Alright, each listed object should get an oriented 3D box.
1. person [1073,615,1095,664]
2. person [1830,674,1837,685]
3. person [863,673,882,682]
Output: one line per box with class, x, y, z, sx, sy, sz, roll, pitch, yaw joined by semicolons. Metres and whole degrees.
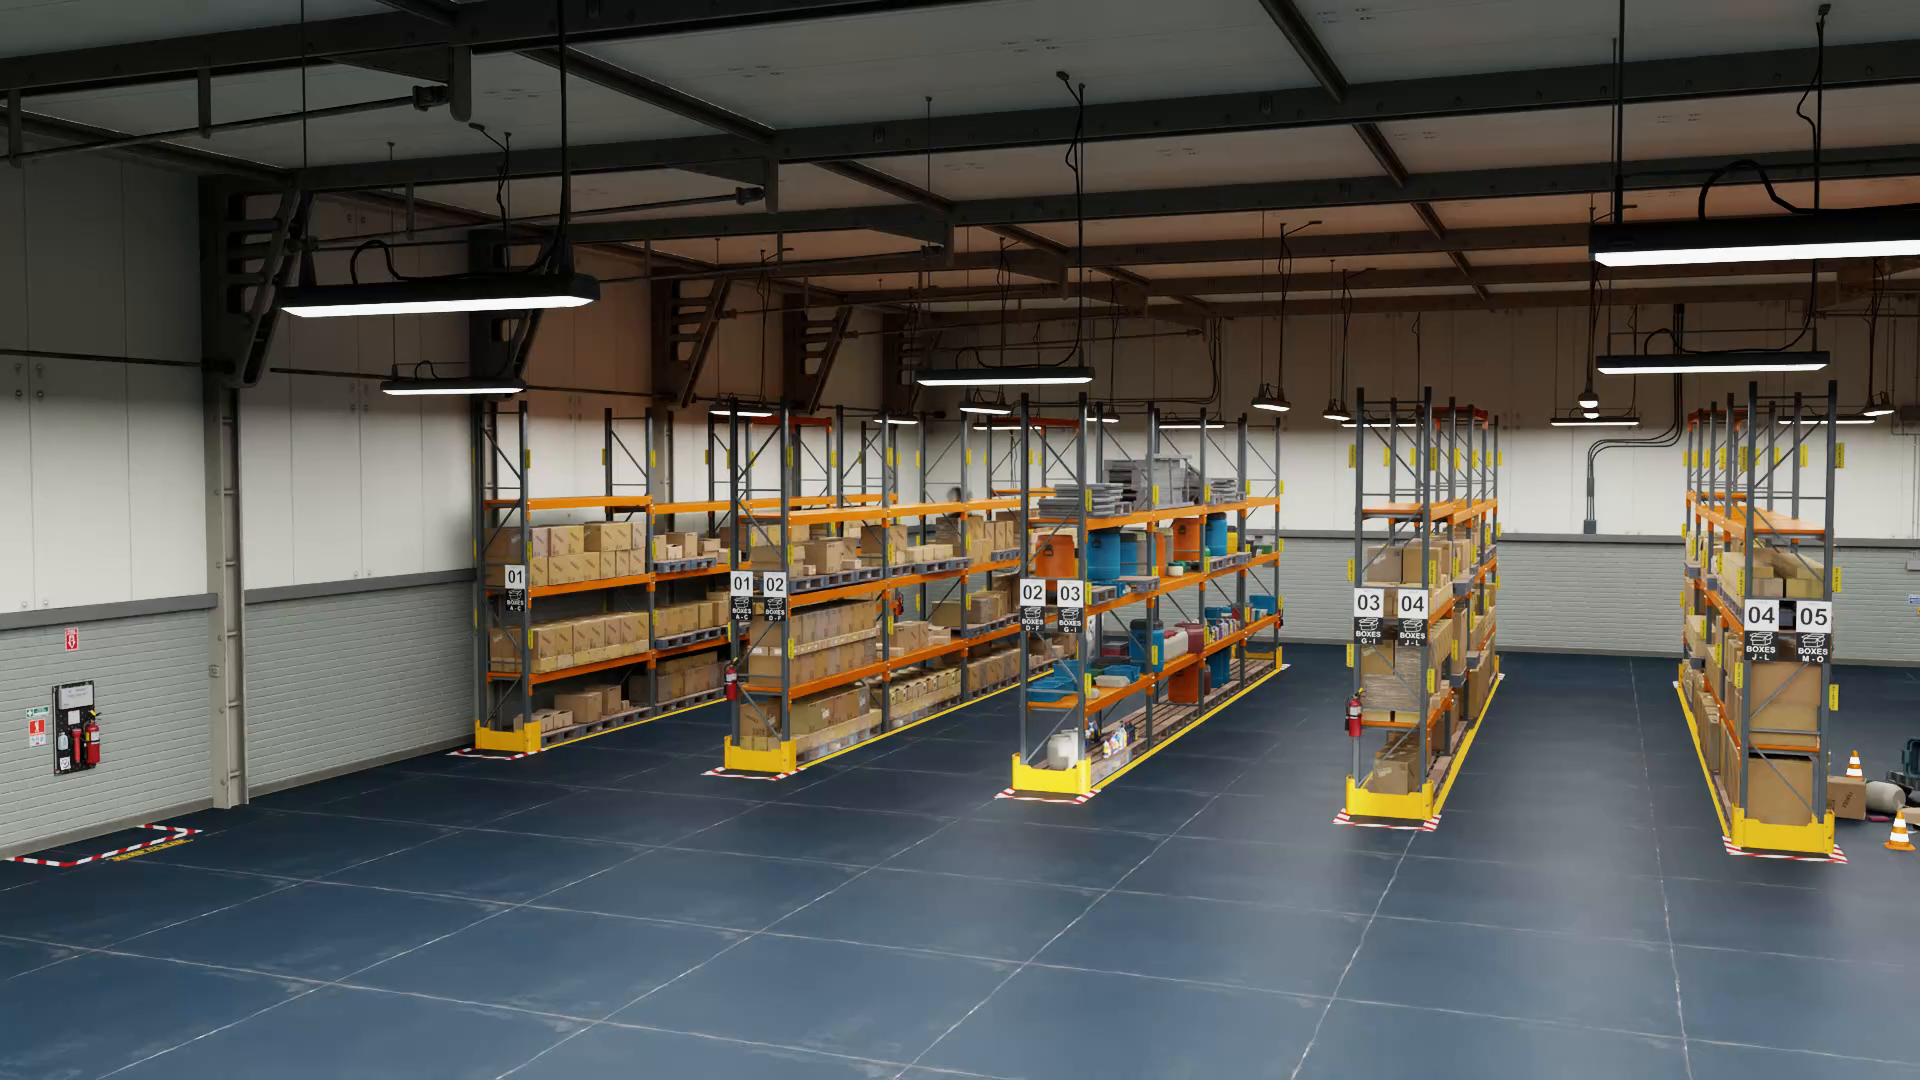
person;2.928;2.318;38.180;0.572;1.658;0.926;1;3;25
person;18.361;2.397;35.744;0.658;1.660;1.032;-2;3;-37
person;-1.787;2.424;34.868;0.635;1.769;0.646;3;4;43
